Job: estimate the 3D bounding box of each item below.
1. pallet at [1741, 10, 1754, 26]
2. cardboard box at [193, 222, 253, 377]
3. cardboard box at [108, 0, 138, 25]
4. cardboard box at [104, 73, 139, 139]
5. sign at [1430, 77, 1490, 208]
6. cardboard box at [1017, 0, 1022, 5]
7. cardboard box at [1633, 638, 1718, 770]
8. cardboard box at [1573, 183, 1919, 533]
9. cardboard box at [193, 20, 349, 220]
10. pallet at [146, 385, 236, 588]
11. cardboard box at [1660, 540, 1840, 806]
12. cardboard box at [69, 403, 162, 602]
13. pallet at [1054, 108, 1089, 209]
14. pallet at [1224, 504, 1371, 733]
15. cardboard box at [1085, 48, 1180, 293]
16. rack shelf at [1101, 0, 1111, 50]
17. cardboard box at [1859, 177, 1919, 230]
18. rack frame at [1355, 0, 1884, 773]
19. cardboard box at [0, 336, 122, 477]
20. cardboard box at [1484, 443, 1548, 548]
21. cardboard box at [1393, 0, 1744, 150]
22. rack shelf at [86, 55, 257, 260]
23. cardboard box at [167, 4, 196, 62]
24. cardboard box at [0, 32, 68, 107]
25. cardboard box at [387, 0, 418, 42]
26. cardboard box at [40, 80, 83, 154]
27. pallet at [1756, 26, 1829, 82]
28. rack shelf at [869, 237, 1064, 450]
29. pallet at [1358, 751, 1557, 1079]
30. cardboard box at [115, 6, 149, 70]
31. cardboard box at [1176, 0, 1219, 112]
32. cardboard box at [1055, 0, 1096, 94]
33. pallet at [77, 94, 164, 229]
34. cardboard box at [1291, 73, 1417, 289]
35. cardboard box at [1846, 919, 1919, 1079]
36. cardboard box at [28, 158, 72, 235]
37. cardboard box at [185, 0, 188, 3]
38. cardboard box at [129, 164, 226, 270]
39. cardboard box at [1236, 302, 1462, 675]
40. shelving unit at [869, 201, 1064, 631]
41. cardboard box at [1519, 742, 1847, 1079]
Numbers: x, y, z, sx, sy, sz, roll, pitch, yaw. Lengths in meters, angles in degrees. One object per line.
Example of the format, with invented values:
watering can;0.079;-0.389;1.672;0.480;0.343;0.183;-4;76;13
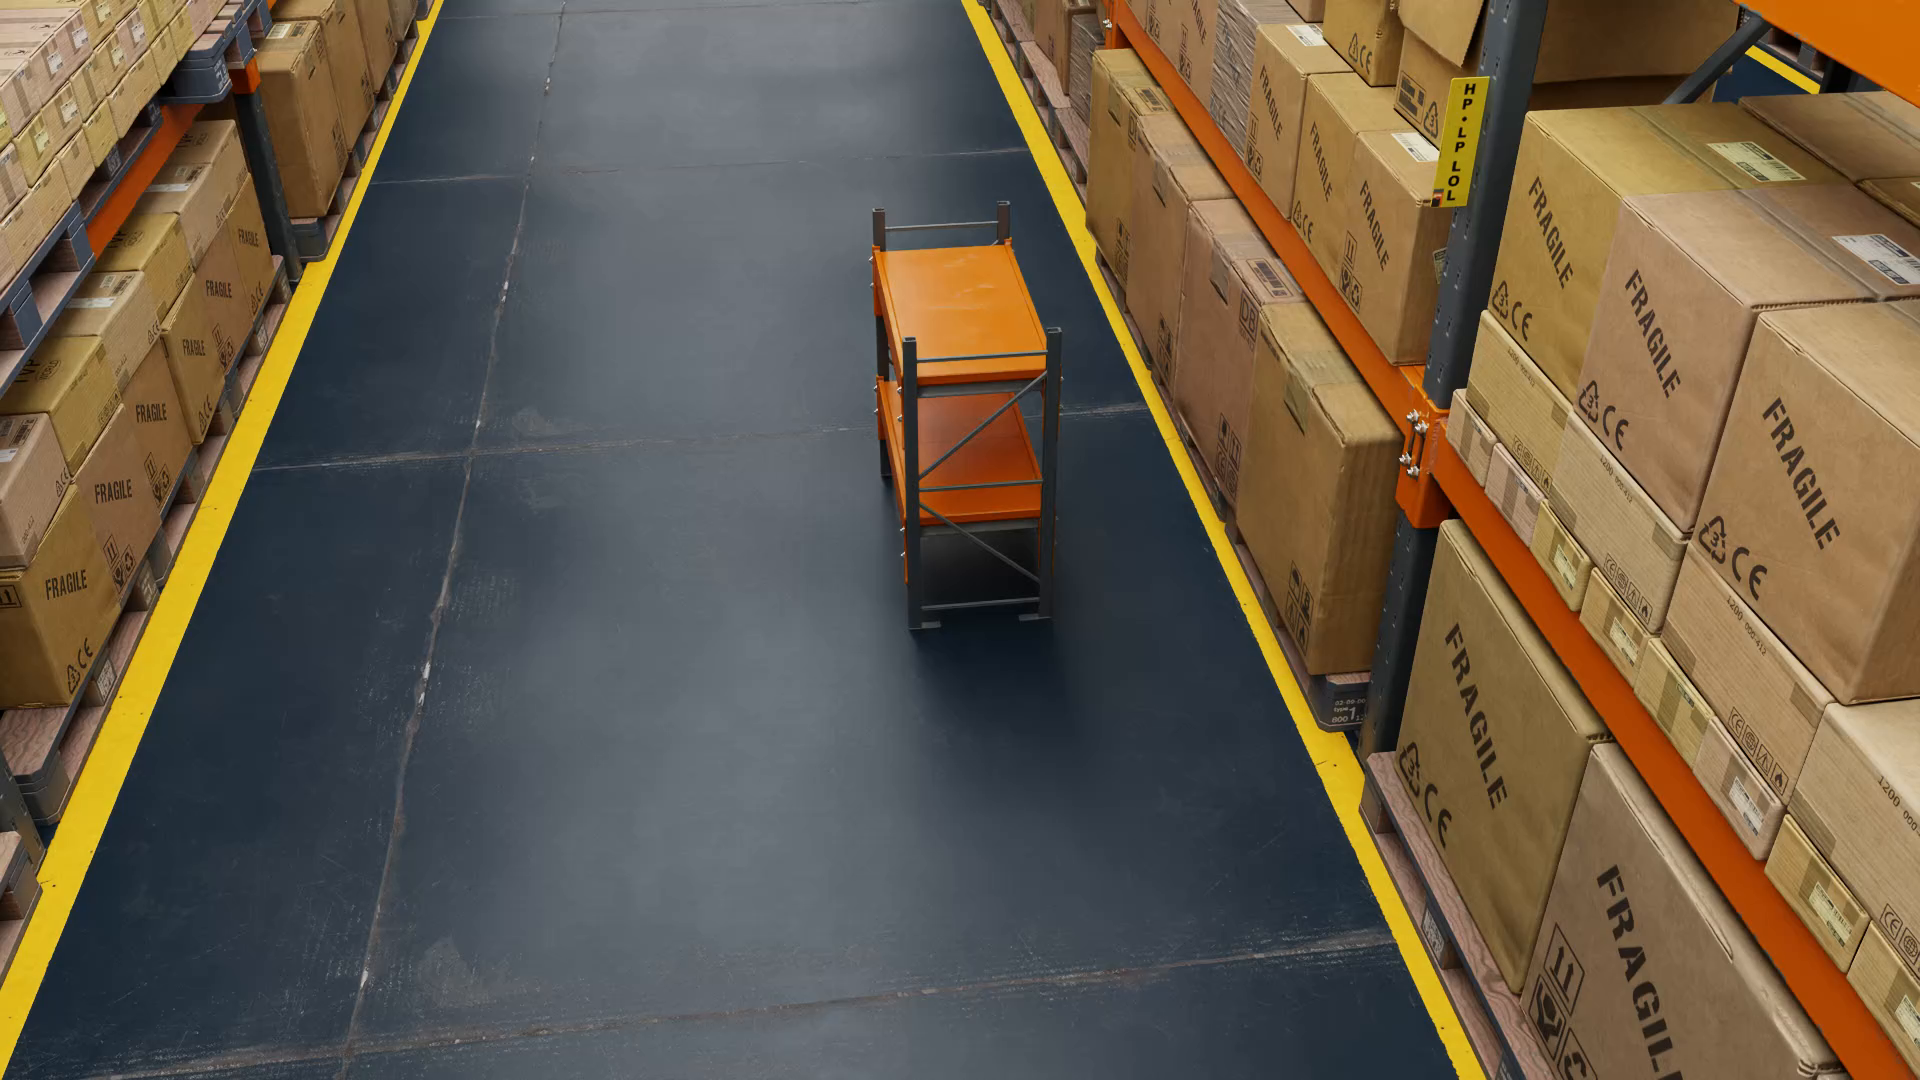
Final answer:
pallet;5.730;-3.817;11.663;1.003;0.211;1.213;-4;35;-6
cardboard box;-3.299;-0.981;6.872;0.500;0.500;0.500;-3;34;-4
cardboard box;-3.021;-1.833;5.598;0.380;0.149;0.250;-3;34;-4
cardboard box;-2.984;-1.439;5.548;0.380;0.149;0.250;-6;35;-9
sign;1.217;-0.964;4.043;0.100;0.325;0.005;-4;35;-6
cardboard box;0.739;-3.834;11.041;0.700;0.500;0.500;-7;35;-10
cardboard box;1.607;0.312;3.351;0.380;0.149;0.250;-5;35;-7
cardboard box;1.623;-0.374;3.338;0.500;0.500;0.500;-4;35;-6
cardboard box;-3.705;-2.068;8.246;1.050;0.750;0.750;-5;35;-7
pallet;-3.448;-0.210;6.370;1.003;0.211;1.213;-4;35;-6
cardboard box;1.695;0.223;3.128;0.500;0.250;0.500;-4;34;-5
cardboard box;-3.084;-0.114;5.600;0.500;0.500;0.500;-3;34;-4
pallet;1.112;-2.081;9.116;1.003;0.211;1.213;-4;35;-6
pallet;1.575;0.163;5.824;1.003;0.211;1.213;-4;35;-6
cardboard box;1.288;-1.706;7.603;1.225;0.875;0.875;-6;35;-9
rack shelf;0.947;-3.616;9.531;1.077;0.370;4.000;-4;35;-6
cardboard box;2.144;-0.419;3.405;0.500;0.500;0.500;-4;34;-6
rack frame;1.754;-0.565;4.415;1.000;3.000;0.127;-4;35;-6
cardboard box;-3.086;-0.425;5.391;0.500;0.250;0.500;-3;34;-5
cardboard box;1.499;-0.124;3.992;0.380;0.149;0.250;-5;35;-8
cardboard box;1.660;-1.376;4.627;0.797;0.503;0.637;-5;35;-8
rack shelf;-3.444;-1.064;5.787;1.077;0.370;4.000;-4;35;-6
cardboard box;-3.094;-1.885;6.203;0.380;0.149;0.250;-5;35;-7
cardboard box;-2.914;-1.396;4.957;0.380;0.149;0.250;-5;35;-7
cardboard box;-4.078;-3.614;10.514;1.050;0.750;0.750;-5;35;-7
cardboard box;-2.918;-1.277;5.046;0.380;0.149;0.250;-3;34;-4
pallet;5.897;-3.134;10.662;1.003;0.211;1.213;-4;35;-6
rack shelf;0.001;-0.703;5.763;0.538;0.278;1.000;-4;35;-6
pallet;1.779;1.018;4.569;1.003;0.211;1.213;-4;35;-6
cardboard box;-3.019;-1.709;5.681;0.380;0.149;0.250;-4;34;-5
cardboard box;1.156;-1.973;6.393;0.500;0.500;0.500;-5;35;-7
cardboard box;0.936;-2.943;9.733;0.700;0.500;0.500;-2;34;-2
pallet;-3.406;-1.297;5.660;1.003;0.211;1.213;-4;35;-6
cardboard box;1.361;-1.123;5.146;0.500;0.500;0.500;-3;34;-5
cardboard box;1.712;0.744;2.717;0.380;0.149;0.250;-4;34;-5
cardboard box;-2.877;-1.004;4.910;0.380;0.149;0.250;-4;34;-6
cardboard box;-3.119;-2.134;6.303;0.380;0.149;0.250;-4;34;-5
cardboard box;-3.282;-1.285;6.653;0.500;0.250;0.500;-4;34;-6
cardboard box;1.648;-0.216;5.417;1.225;0.875;0.875;-4;35;-6
shelving unit;0.001;-0.461;5.928;0.538;1.125;1.048;-4;35;-6
cardboard box;1.884;1.016;3.609;0.875;0.875;0.875;-4;35;-6
